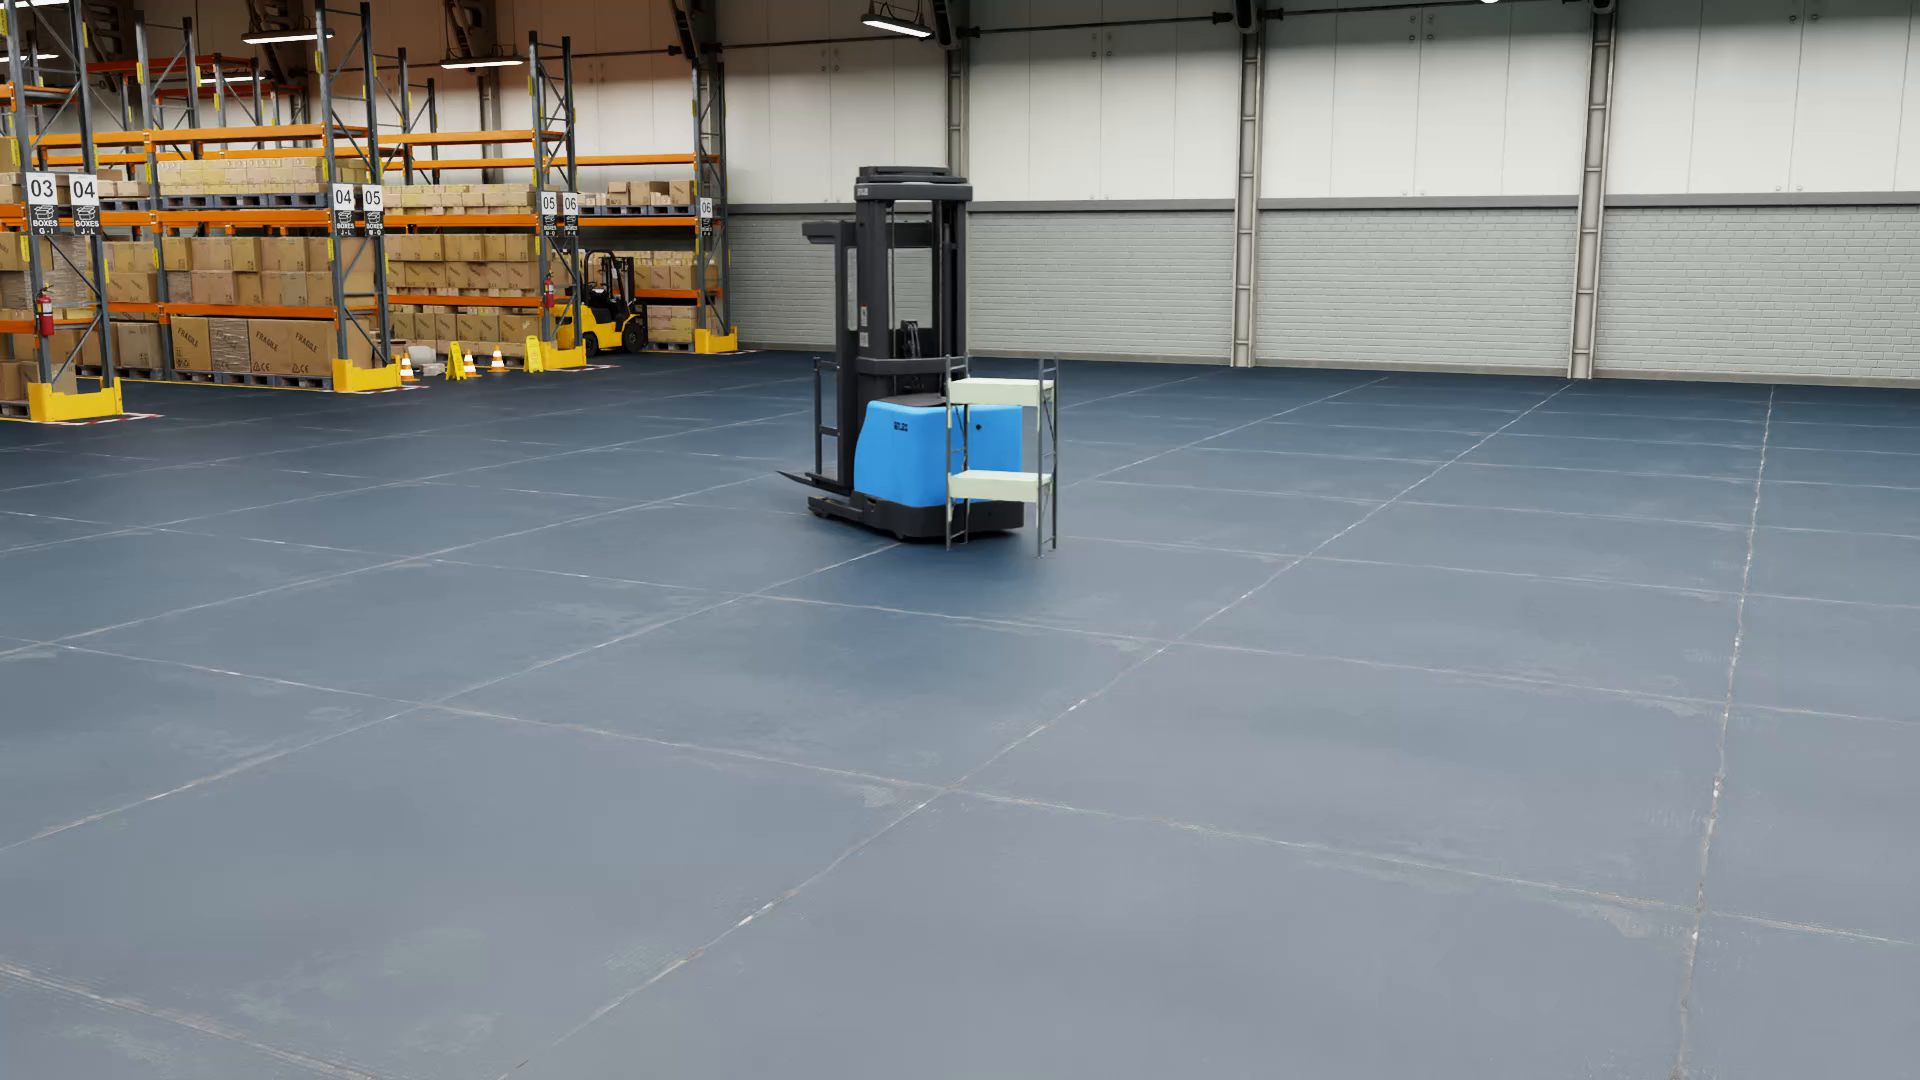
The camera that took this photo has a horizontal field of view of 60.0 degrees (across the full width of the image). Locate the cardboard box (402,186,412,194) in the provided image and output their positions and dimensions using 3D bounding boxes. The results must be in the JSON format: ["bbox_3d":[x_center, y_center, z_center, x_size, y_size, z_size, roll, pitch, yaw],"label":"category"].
[{"bbox_3d":[-10.373,-6.648,31.582,0.250,0.149,0.380,5,11,24],"label":"cardboard box"}]

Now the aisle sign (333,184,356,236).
[{"bbox_3d":[-9.571,-5.130,25.853,0.004,0.787,0.394,5,11,26],"label":"aisle sign"}]

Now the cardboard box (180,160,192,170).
[{"bbox_3d":[-12.457,-6.097,27.080,0.250,0.149,0.380,5,11,25],"label":"cardboard box"}]

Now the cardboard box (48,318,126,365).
[{"bbox_3d":[-15.384,-3.504,29.304,0.750,0.750,1.050,5,11,27],"label":"cardboard box"}]

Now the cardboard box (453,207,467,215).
[{"bbox_3d":[-9.243,-6.153,31.085,0.250,0.149,0.380,5,11,25],"label":"cardboard box"}]

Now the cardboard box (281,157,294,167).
[{"bbox_3d":[-10.407,-5.917,26.087,0.250,0.149,0.380,5,12,27],"label":"cardboard box"}]

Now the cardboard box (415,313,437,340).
[{"bbox_3d":[-10.095,-4.111,31.956,0.500,0.500,0.500,6,12,28],"label":"cardboard box"}]

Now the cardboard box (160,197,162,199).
[{"bbox_3d":[-16.285,-7.158,34.473,0.500,0.500,0.500,5,11,26],"label":"cardboard box"}]

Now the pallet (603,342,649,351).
[{"bbox_3d":[-7.004,-4.274,36.250,1.213,0.211,1.003,5,11,26],"label":"pallet"}]

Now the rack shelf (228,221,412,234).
[{"bbox_3d":[-12.783,-6.298,33.201,4.000,0.370,1.077,5,11,26],"label":"rack shelf"}]

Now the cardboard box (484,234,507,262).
[{"bbox_3d":[-8.408,-5.437,30.924,0.500,0.500,0.700,5,11,26],"label":"cardboard box"}]

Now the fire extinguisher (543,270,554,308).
[{"bbox_3d":[-7.504,-4.582,30.342,0.183,0.674,0.296,5,11,26],"label":"fire extinguisher"}]

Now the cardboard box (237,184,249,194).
[{"bbox_3d":[-11.318,-5.605,26.599,0.250,0.149,0.380,5,11,27],"label":"cardboard box"}]

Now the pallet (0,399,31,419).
[{"bbox_3d":[-12.568,-1.824,22.713,1.213,0.211,1.003,5,11,26],"label":"pallet"}]

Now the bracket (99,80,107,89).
[{"bbox_3d":[-22.106,-11.812,43.122,0.430,0.232,0.235,5,11,26],"label":"bracket"}]

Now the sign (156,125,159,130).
[{"bbox_3d":[-19.798,-10.121,41.037,0.005,0.325,0.100,5,11,26],"label":"sign"}]

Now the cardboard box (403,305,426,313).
[{"bbox_3d":[-10.494,-4.451,32.014,0.250,0.149,0.380,5,11,27],"label":"cardboard box"}]

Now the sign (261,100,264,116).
[{"bbox_3d":[-14.345,-8.871,34.134,0.005,0.325,0.100,5,11,26],"label":"sign"}]

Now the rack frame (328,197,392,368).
[{"bbox_3d":[-9.502,-3.904,26.380,0.127,3.000,1.000,5,11,26],"label":"rack frame"}]

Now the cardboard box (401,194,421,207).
[{"bbox_3d":[-10.249,-6.449,31.604,0.500,0.250,0.500,5,11,25],"label":"cardboard box"}]

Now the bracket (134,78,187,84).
[{"bbox_3d":[-19.036,-11.543,41.631,4.783,0.066,0.076,5,11,26],"label":"bracket"}]

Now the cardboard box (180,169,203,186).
[{"bbox_3d":[-12.321,-5.901,27.116,0.500,0.250,0.500,5,11,25],"label":"cardboard box"}]

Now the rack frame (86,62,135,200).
[{"bbox_3d":[-18.164,-8.600,35.482,0.127,3.000,1.000,5,11,26],"label":"rack frame"}]

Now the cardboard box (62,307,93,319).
[{"bbox_3d":[-11.937,-3.057,22.404,0.250,0.149,0.380,5,11,26],"label":"cardboard box"}]

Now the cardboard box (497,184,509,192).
[{"bbox_3d":[-8.288,-6.471,30.604,0.250,0.149,0.380,5,11,25],"label":"cardboard box"}]

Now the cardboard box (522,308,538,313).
[{"bbox_3d":[-9.269,-4.888,37.307,0.625,0.625,0.875,6,12,28],"label":"cardboard box"}]

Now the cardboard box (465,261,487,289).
[{"bbox_3d":[-8.905,-4.977,31.193,0.500,0.500,0.500,5,11,26],"label":"cardboard box"}]

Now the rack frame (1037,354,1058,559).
[{"bbox_3d":[0.661,-0.631,12.505,0.023,1.500,0.400,4,11,21],"label":"rack frame"}]

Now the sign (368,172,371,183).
[{"bbox_3d":[-11.232,-6.853,31.694,0.005,0.325,0.100,5,11,26],"label":"sign"}]

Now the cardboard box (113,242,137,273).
[{"bbox_3d":[-13.999,-4.839,28.457,0.500,0.500,0.700,5,11,25],"label":"cardboard box"}]

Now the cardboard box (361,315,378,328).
[{"bbox_3d":[-13.773,-5.184,39.289,0.500,0.500,0.500,6,12,28],"label":"cardboard box"}]

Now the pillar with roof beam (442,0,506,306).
[{"bbox_3d":[-12.721,-8.432,34.551,0.548,9.000,9.100,5,11,26],"label":"pillar with roof beam"}]

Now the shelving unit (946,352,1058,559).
[{"bbox_3d":[0.320,-0.655,12.635,0.755,1.500,0.431,4,11,21],"label":"shelving unit"}]

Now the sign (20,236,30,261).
[{"bbox_3d":[-12.051,-3.758,21.435,0.005,0.325,0.100,5,11,26],"label":"sign"}]

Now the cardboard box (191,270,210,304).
[{"bbox_3d":[-12.250,-4.226,27.738,0.550,0.550,0.875,5,11,26],"label":"cardboard box"}]

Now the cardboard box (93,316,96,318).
[{"bbox_3d":[-19.482,-4.731,36.965,0.875,0.438,0.875,5,11,24],"label":"cardboard box"}]

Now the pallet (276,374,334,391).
[{"bbox_3d":[-10.254,-2.583,26.907,1.213,0.211,1.003,5,11,26],"label":"pallet"}]

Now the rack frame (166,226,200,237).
[{"bbox_3d":[-19.558,-6.757,42.140,0.127,3.000,1.000,5,11,26],"label":"rack frame"}]

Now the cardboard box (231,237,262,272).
[{"bbox_3d":[-11.327,-4.660,27.104,0.500,0.550,0.875,5,11,26],"label":"cardboard box"}]

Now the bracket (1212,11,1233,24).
[{"bbox_3d":[4.797,-9.448,30.060,0.430,0.232,0.235,5,11,26],"label":"bracket"}]

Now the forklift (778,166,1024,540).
[{"bbox_3d":[-0.658,-1.664,14.192,1.130,2.935,3.031,-6,12,-29],"label":"forklift"}]

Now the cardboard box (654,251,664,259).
[{"bbox_3d":[-6.296,-6.067,35.395,0.250,0.149,0.380,5,11,26],"label":"cardboard box"}]

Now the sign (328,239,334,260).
[{"bbox_3d":[-9.755,-4.505,25.783,0.005,0.325,0.100,5,11,26],"label":"sign"}]

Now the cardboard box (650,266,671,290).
[{"bbox_3d":[-6.228,-5.584,35.381,0.500,0.500,0.500,5,12,28],"label":"cardboard box"}]

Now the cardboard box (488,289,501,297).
[{"bbox_3d":[-8.573,-4.616,31.017,0.250,0.149,0.380,5,12,27],"label":"cardboard box"}]

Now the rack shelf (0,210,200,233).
[{"bbox_3d":[-14.883,-5.499,28.789,4.000,0.370,1.077,5,11,26],"label":"rack shelf"}]

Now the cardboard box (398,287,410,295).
[{"bbox_3d":[-10.599,-4.807,32.071,0.250,0.149,0.380,5,12,27],"label":"cardboard box"}]

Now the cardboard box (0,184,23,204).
[{"bbox_3d":[-12.332,-4.520,21.779,0.500,0.250,0.500,5,12,27],"label":"cardboard box"}]

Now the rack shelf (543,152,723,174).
[{"bbox_3d":[-7.003,-8.055,35.610,4.000,0.370,1.077,5,11,26],"label":"rack shelf"}]

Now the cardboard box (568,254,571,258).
[{"bbox_3d":[-8.360,-6.250,36.403,0.250,0.149,0.380,5,11,27],"label":"cardboard box"}]

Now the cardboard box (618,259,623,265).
[{"bbox_3d":[-7.249,-5.987,35.787,0.250,0.149,0.380,5,11,25],"label":"cardboard box"}]

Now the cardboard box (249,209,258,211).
[{"bbox_3d":[-14.140,-6.671,33.622,0.258,0.266,0.396,5,11,26],"label":"cardboard box"}]
